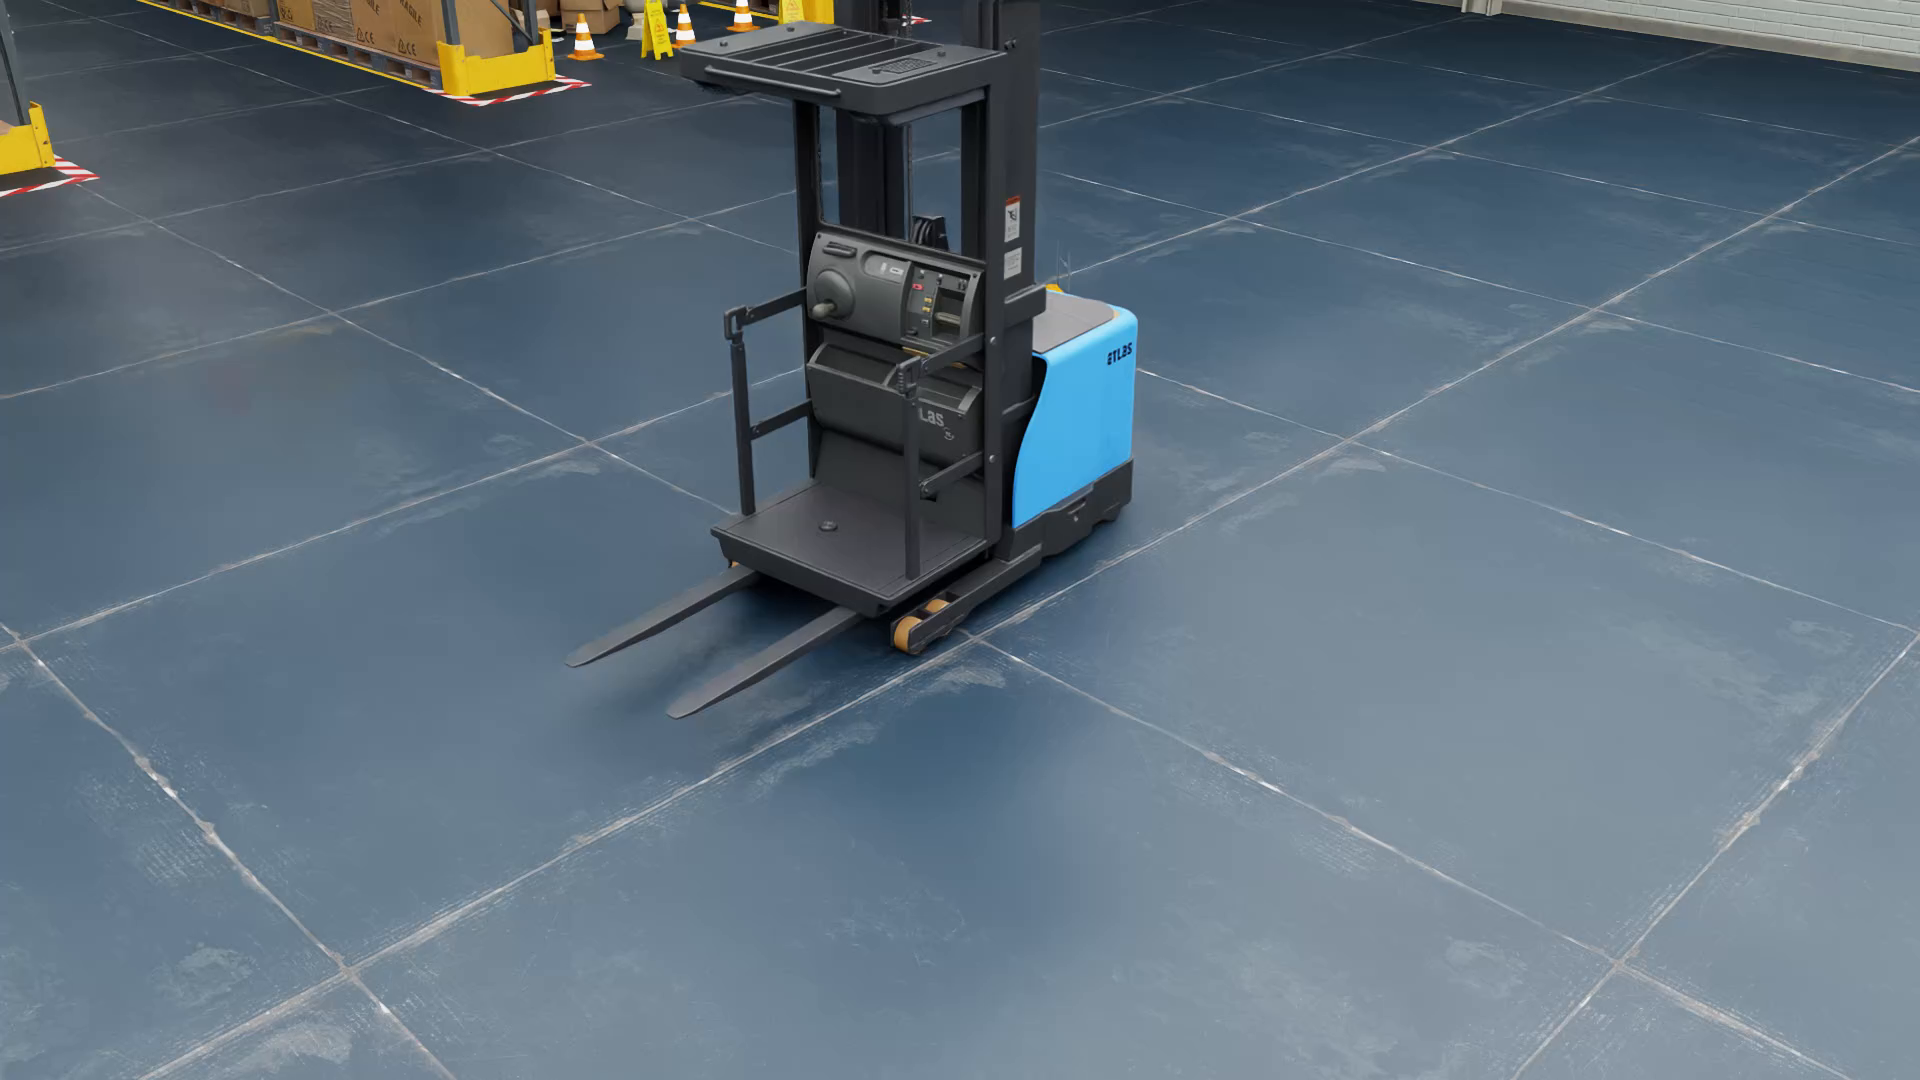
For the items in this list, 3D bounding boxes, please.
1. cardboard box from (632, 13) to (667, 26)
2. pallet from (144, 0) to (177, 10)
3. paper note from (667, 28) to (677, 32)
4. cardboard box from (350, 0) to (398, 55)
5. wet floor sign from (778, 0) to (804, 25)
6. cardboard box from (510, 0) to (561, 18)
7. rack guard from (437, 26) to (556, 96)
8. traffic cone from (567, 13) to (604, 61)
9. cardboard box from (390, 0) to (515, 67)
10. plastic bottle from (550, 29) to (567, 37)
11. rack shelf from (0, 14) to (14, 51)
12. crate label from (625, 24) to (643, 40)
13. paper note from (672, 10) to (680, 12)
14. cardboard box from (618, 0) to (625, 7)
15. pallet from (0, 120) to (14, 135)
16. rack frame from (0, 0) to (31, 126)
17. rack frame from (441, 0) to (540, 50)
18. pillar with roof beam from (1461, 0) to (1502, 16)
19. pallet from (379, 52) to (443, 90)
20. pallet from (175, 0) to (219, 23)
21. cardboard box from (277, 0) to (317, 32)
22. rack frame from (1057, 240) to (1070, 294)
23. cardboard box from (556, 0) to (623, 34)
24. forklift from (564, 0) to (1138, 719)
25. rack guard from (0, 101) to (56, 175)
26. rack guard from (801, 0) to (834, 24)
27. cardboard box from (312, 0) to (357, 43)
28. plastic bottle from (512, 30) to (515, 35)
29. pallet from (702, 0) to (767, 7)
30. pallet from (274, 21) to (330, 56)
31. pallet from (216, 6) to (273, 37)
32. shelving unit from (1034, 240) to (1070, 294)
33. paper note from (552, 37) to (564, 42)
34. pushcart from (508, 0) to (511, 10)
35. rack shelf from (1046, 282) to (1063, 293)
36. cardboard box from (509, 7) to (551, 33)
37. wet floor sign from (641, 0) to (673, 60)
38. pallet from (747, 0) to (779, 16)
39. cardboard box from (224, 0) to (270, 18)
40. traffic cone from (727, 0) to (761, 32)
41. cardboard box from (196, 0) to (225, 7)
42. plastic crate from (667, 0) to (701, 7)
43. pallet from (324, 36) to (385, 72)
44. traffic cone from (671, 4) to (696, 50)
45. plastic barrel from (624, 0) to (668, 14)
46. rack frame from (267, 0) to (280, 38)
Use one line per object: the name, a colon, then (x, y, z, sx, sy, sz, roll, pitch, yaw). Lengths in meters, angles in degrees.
cardboard box: (-3.718, -6.210, 19.900, 0.380, 0.149, 0.250, -7, 29, -14)
pallet: (-9.961, -7.133, 21.588, 1.213, 0.211, 1.003, 25, 36, 38)
paper note: (-3.437, -6.048, 19.720, 0.142, 0.019, 0.148, 12, 30, 22)
cardboard box: (-5.925, -5.770, 17.832, 0.875, 0.875, 0.875, 24, 36, 38)
wet floor sign: (-1.982, -6.255, 19.453, 0.267, 0.644, 0.232, -13, 30, -22)
cardboard box: (-5.067, -6.705, 20.315, 0.503, 0.637, 0.797, 25, 36, 38)
rack guard: (-4.749, -4.925, 17.078, 0.348, 0.500, 1.175, 25, 36, 38)
traffic cone: (-4.149, -5.560, 18.328, 0.334, 0.463, 0.336, 25, 36, 38)
cardboard box: (-5.296, -5.484, 17.287, 0.875, 0.875, 0.875, 25, 37, 39)
plastic bottle: (-4.769, -5.954, 19.508, 0.283, 0.061, 0.133, 12, 30, 22)
rack shelf: (-9.741, -4.760, 14.852, 4.000, 0.370, 1.077, 25, 36, 38)
crate label: (-3.718, -5.916, 19.354, 0.298, 0.136, 0.250, 7, 29, 13)
paper note: (-3.525, -6.647, 20.859, 0.148, 0.019, 0.142, 12, 30, 22)
cardboard box: (-4.410, -7.113, 21.238, 0.500, 0.500, 0.500, -3, 28, -5)
pallet: (-8.924, -3.493, 14.666, 1.213, 0.211, 1.003, 25, 36, 38)
rack frame: (-8.315, -4.426, 13.444, 0.127, 3.000, 1.000, 25, 36, 38)
rack frame: (-4.766, -6.039, 16.511, 0.127, 3.000, 1.000, 25, 36, 38)
pillar with roof beam: (3.506, -9.158, 15.998, 0.400, 9.000, 9.100, 25, 36, 38)
pallet: (-5.391, -5.039, 17.607, 1.213, 0.211, 1.003, 25, 36, 38)
pallet: (-9.095, -6.735, 20.831, 1.213, 0.211, 1.003, 25, 36, 38)
cardboard box: (-7.219, -6.361, 18.956, 0.875, 0.875, 0.875, -25, 36, -38)
rack frame: (0.534, -0.974, 8.814, 0.006, 1.200, 0.240, -5, 28, -10)
cardboard box: (-4.395, -6.342, 19.771, 0.637, 0.503, 0.797, 2, 28, 4)
forklift: (-0.429, -1.056, 7.110, 1.130, 2.935, 3.031, 20, 34, 33)
rack guard: (-8.369, -3.344, 14.073, 0.348, 0.500, 1.175, 25, 36, 38)
rack guard: (-1.422, -6.633, 20.327, 0.348, 0.500, 1.175, 25, 36, 38)
cardboard box: (-6.573, -6.068, 18.399, 0.875, 0.875, 0.875, 25, 37, 39)
plastic bottle: (-5.336, -5.928, 19.458, 0.133, 0.061, 0.283, 12, 30, 22)
pallet: (-2.842, -7.180, 21.678, 1.213, 0.211, 1.003, 25, 36, 38)
pallet: (-7.131, -5.836, 19.121, 1.213, 0.211, 1.003, 25, 36, 38)
pallet: (-8.221, -6.336, 20.074, 1.213, 0.211, 1.003, 25, 36, 38)
shelving unit: (0.445, -0.966, 8.798, 0.189, 1.200, 0.258, -5, 28, -10)
paper note: (-4.664, -5.785, 19.222, 0.144, 0.017, 0.142, -13, 30, -22)
pushcart: (-5.783, -7.086, 21.321, 0.936, 0.377, 1.648, 12, 30, 22)
rack shelf: (0.445, -1.245, 8.651, 0.180, 0.103, 0.258, -5, 28, -10)
cardboard box: (-5.101, -6.184, 19.726, 0.396, 0.266, 0.258, -18, 33, -31)
wet floor sign: (-3.357, -5.644, 18.291, 0.232, 0.644, 0.267, 18, 33, 30)
pallet: (-1.976, -6.782, 20.921, 1.213, 0.211, 1.003, 25, 36, 38)
cardboard box: (-8.124, -6.707, 19.748, 0.750, 0.750, 1.050, 24, 36, 38)
traffic cone: (-2.578, -6.304, 19.741, 0.334, 0.463, 0.336, 25, 36, 38)
cardboard box: (-8.809, -7.023, 20.349, 0.750, 0.750, 1.050, 25, 36, 38)
plastic crate: (-3.675, -6.943, 21.368, 0.583, 0.080, 0.402, 12, 30, 22)
pallet: (-6.256, -5.437, 18.364, 1.213, 0.211, 1.003, 25, 36, 38)
traffic cone: (-3.114, -5.825, 18.830, 0.334, 0.463, 0.336, 25, 36, 38)
plastic barrel: (-3.902, -6.746, 20.624, 0.512, 0.421, 0.421, -3, 28, -5)
rack frame: (-7.618, -7.344, 18.994, 0.127, 3.000, 1.000, 25, 36, 38)
